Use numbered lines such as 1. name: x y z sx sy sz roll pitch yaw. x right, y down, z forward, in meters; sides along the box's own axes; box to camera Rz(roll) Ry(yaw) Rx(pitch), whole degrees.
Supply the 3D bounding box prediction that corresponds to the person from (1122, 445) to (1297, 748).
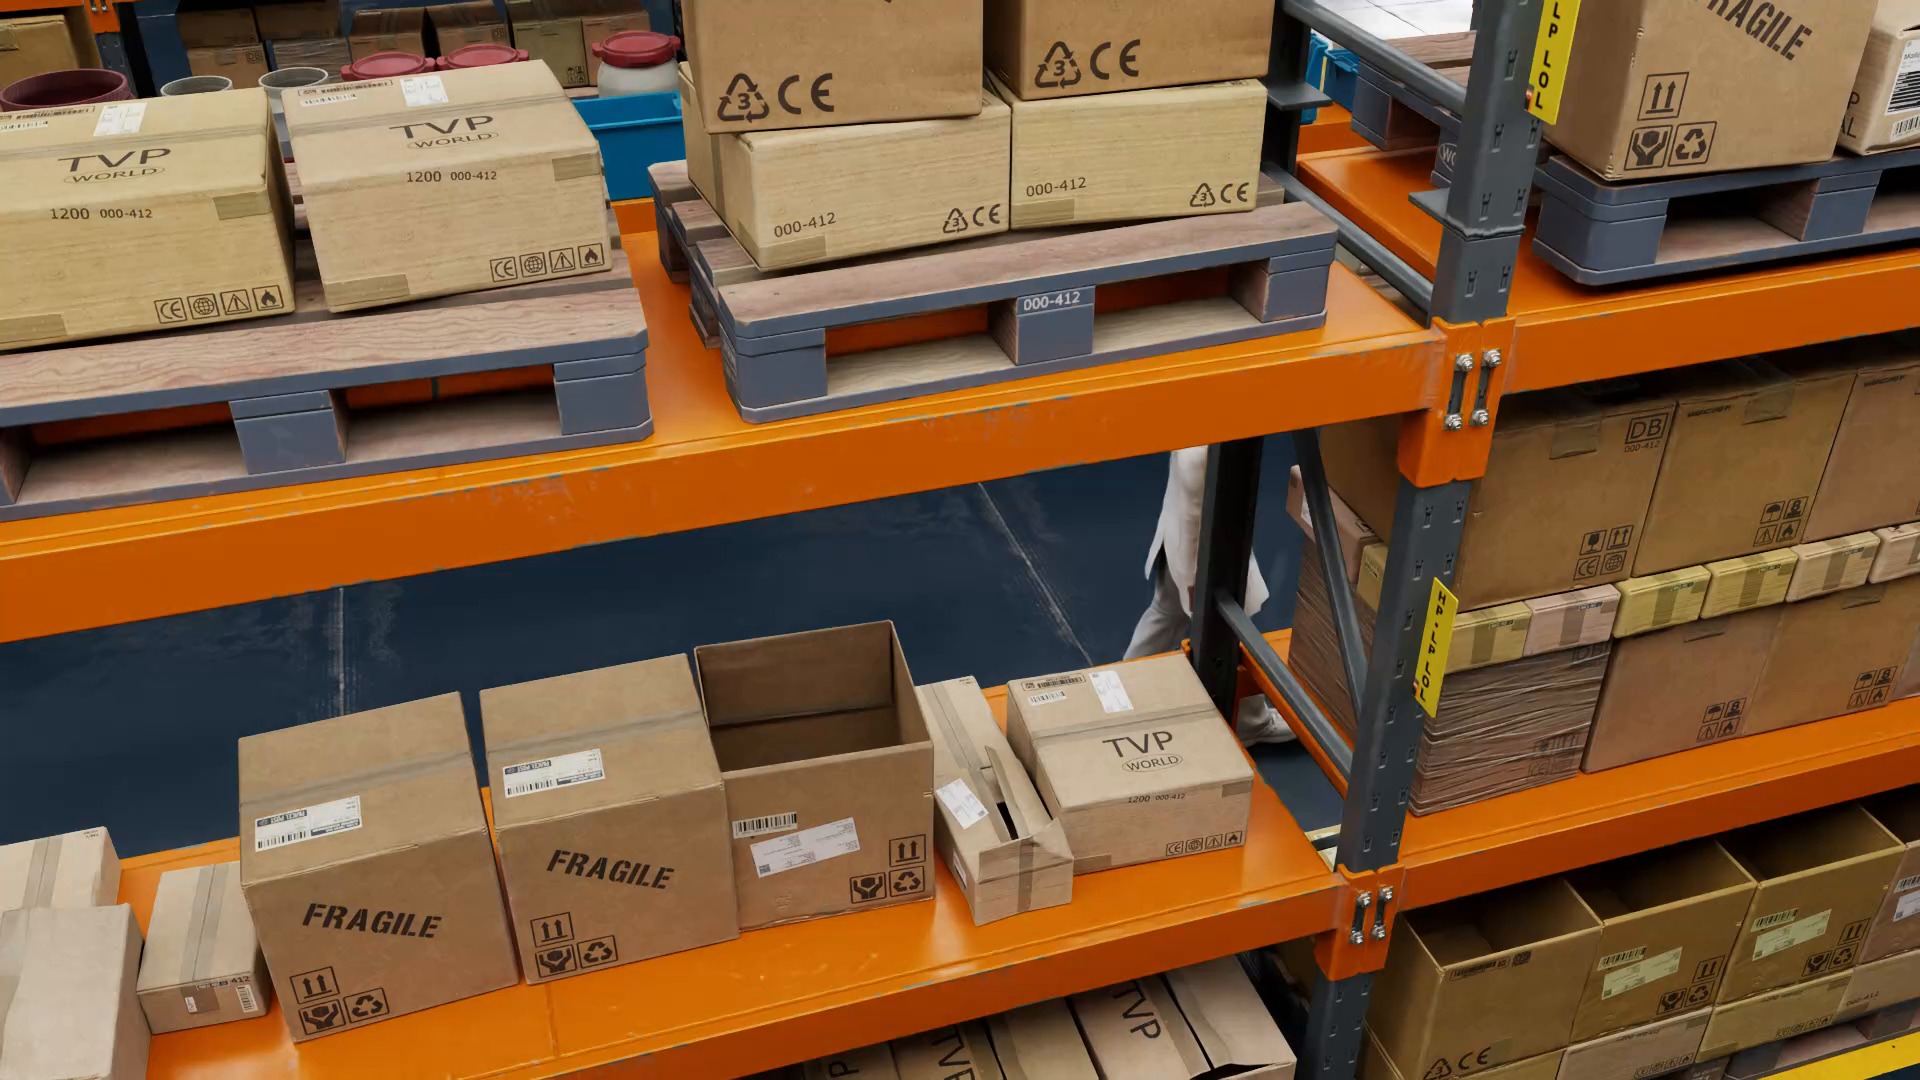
1. person: 0.976 0.000 6.148 0.798 1.775 0.613 -2 34 -3
